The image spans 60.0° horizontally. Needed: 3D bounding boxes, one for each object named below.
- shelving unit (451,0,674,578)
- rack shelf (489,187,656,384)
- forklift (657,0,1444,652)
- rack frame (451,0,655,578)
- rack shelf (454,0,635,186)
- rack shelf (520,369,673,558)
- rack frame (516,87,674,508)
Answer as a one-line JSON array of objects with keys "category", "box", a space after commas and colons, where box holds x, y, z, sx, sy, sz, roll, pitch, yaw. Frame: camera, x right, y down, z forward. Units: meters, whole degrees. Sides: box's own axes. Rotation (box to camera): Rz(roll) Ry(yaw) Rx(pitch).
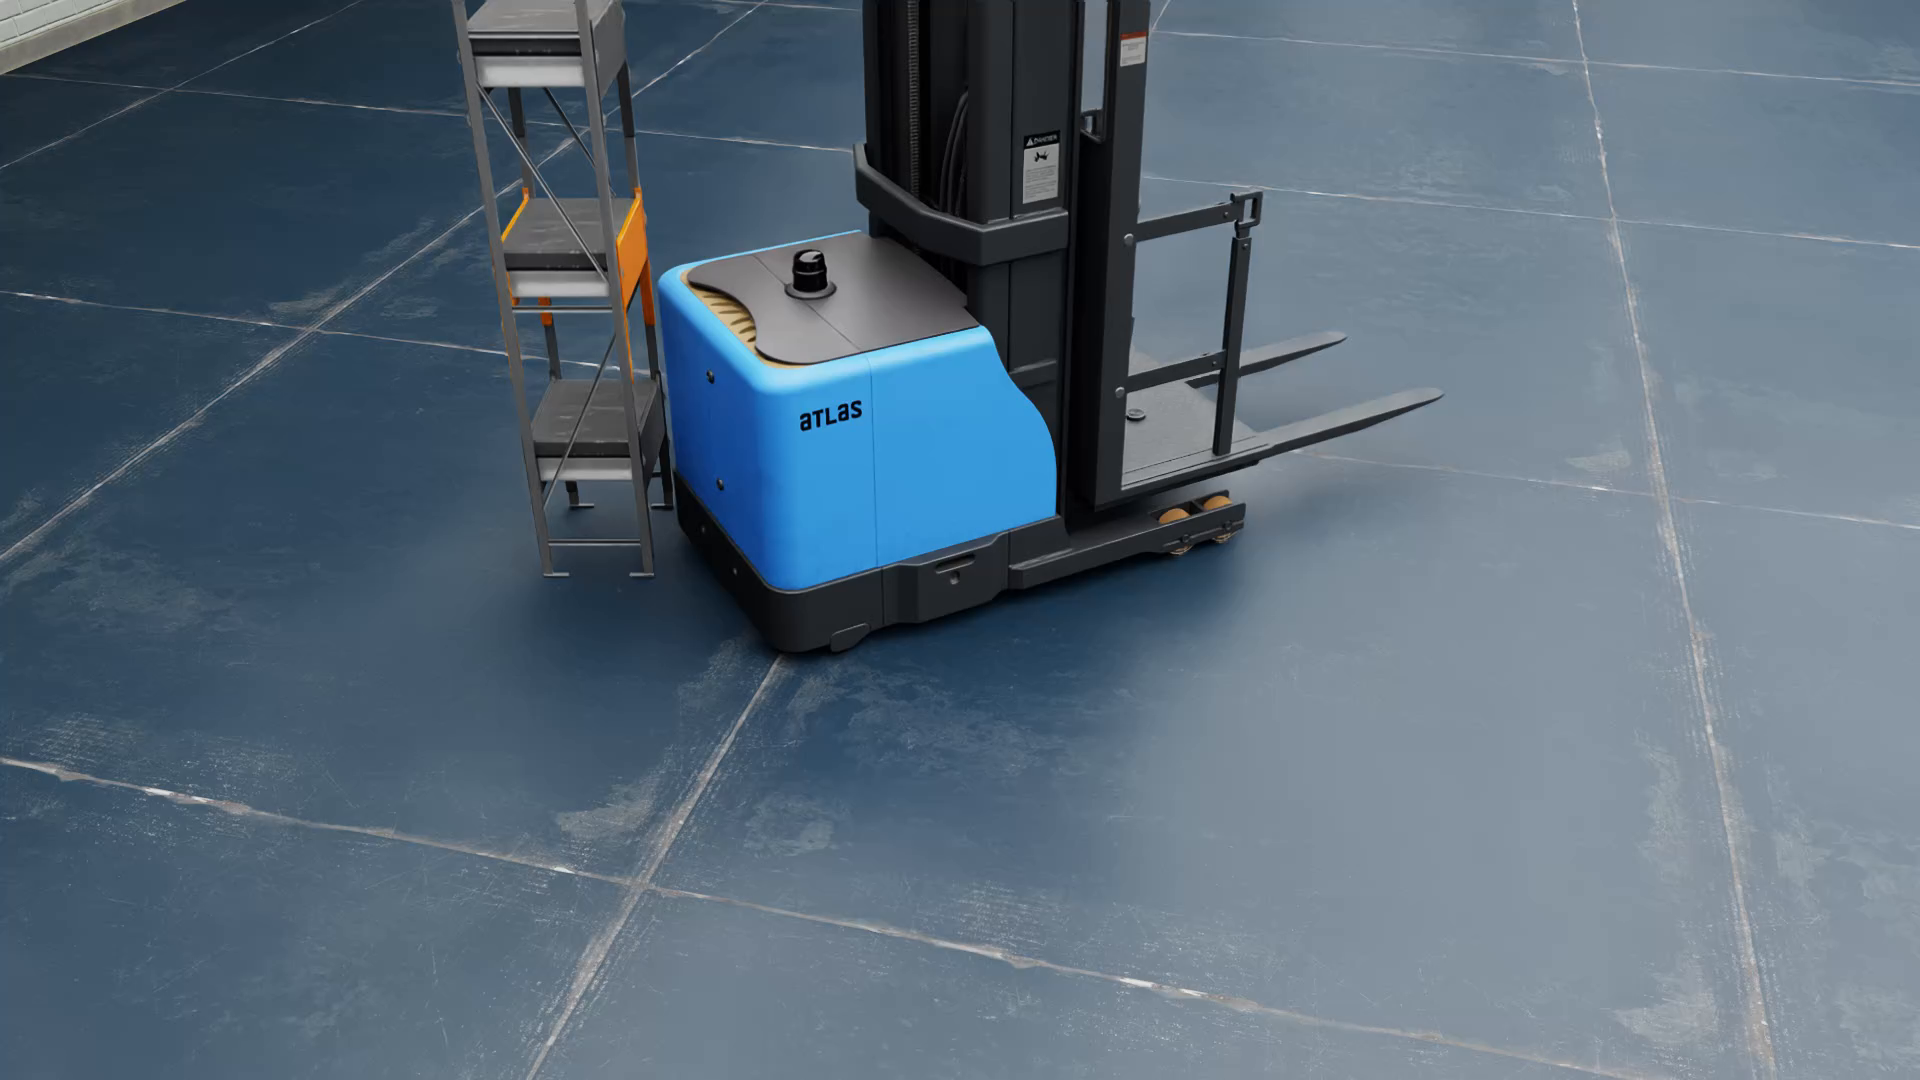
[{"category": "shelving unit", "box": [-1.309, -0.885, 5.684, 0.431, 2.100, 0.503, 0, 32, 0]}, {"category": "rack shelf", "box": [-1.309, -0.874, 5.691, 0.431, 0.518, 0.480, 0, 32, 0]}, {"category": "forklift", "box": [0.487, -1.416, 5.746, 3.031, 2.935, 1.130, -16, 36, -24]}, {"category": "rack frame", "box": [-1.309, -0.755, 5.478, 0.400, 2.100, 0.015, 0, 32, 0]}, {"category": "rack shelf", "box": [-1.309, -1.465, 5.317, 0.431, 0.518, 0.480, 0, 32, 0]}, {"category": "rack shelf", "box": [-1.309, -0.282, 6.066, 0.431, 0.518, 0.480, 0, 32, 0]}, {"category": "rack frame", "box": [-1.309, -1.016, 5.890, 0.400, 2.100, 0.015, 0, 32, 0]}]
